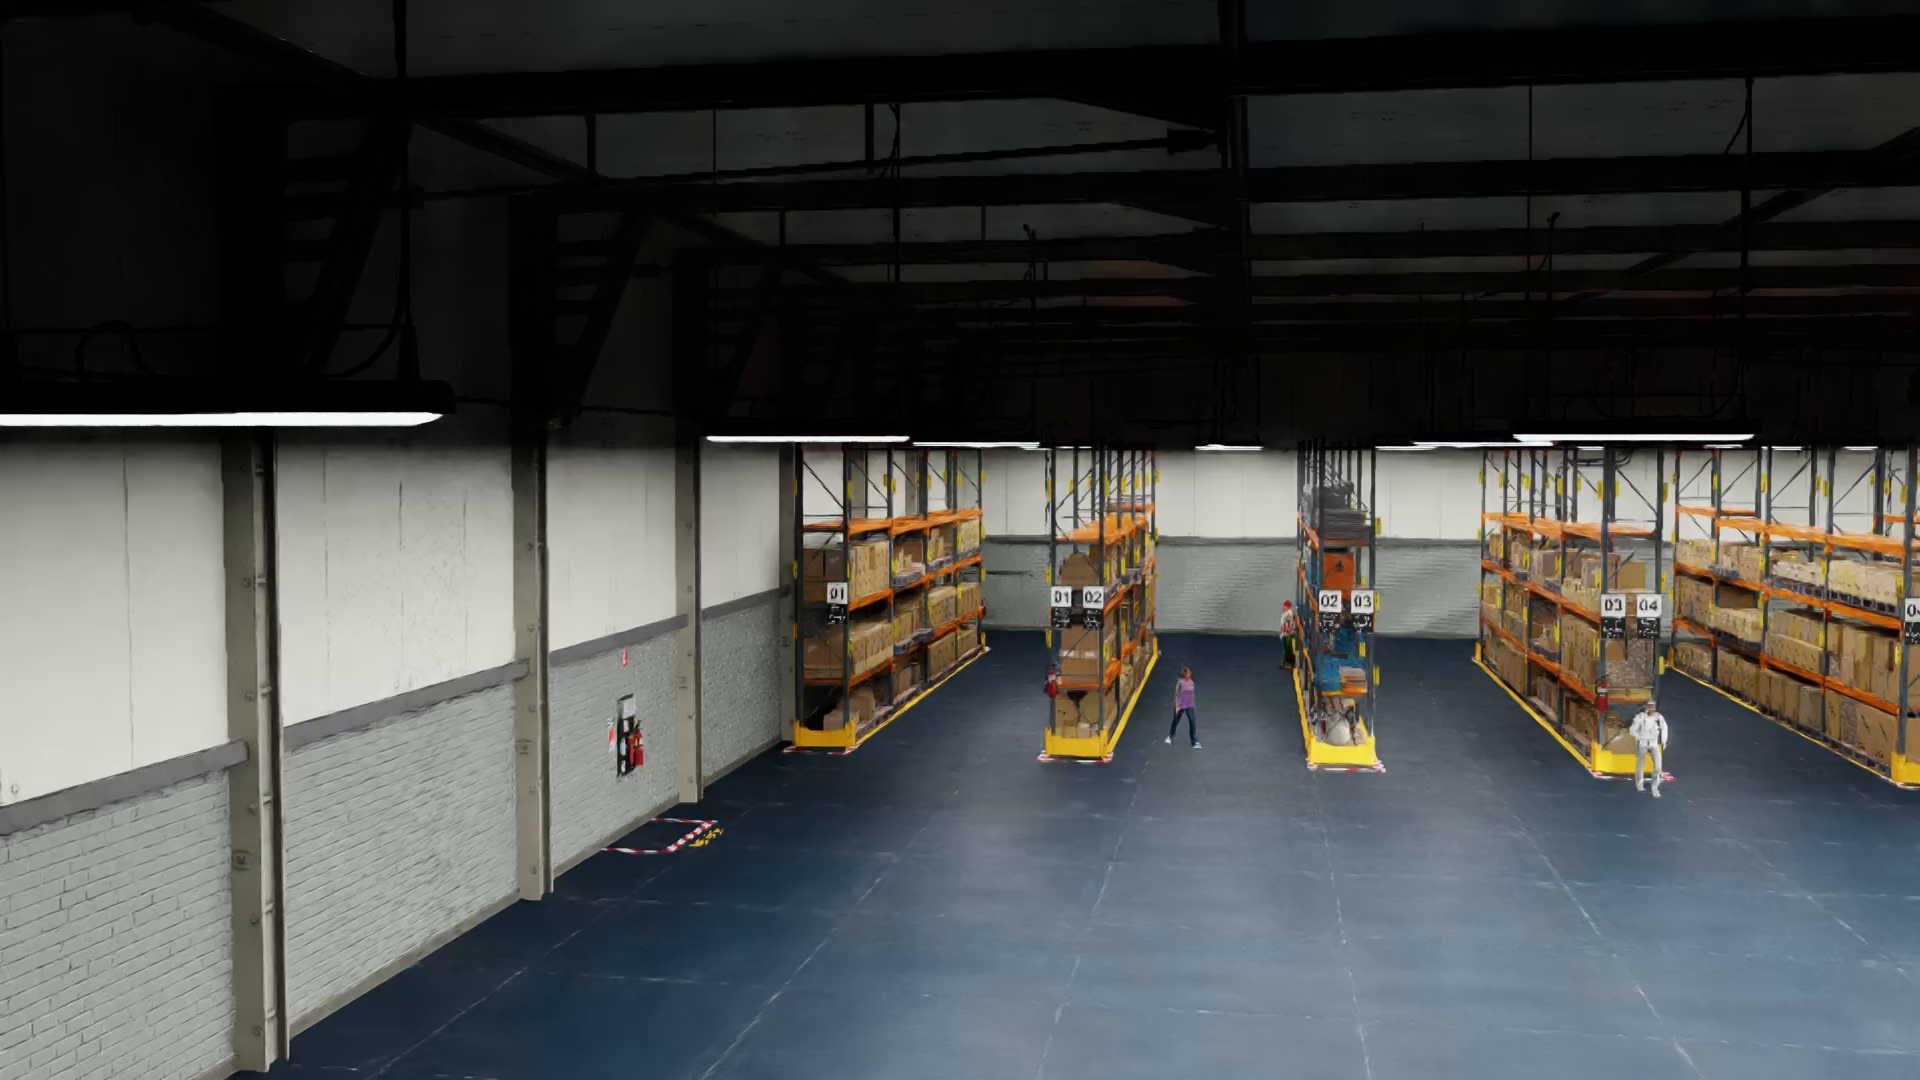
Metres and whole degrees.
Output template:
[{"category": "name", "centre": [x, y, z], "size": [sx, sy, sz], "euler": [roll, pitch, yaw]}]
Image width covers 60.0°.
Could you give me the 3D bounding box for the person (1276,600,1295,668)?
[{"category": "person", "centre": [8.652, 2.486, 44.097], "size": [0.588, 1.785, 0.667], "euler": [2, 3, 29]}]

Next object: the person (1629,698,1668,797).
[{"category": "person", "centre": [11.539, 3.435, 27.869], "size": [0.636, 1.621, 0.814], "euler": [1, 3, 15]}]

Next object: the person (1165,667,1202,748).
[{"category": "person", "centre": [4.316, 3.226, 32.230], "size": [0.488, 1.562, 0.862], "euler": [-1, 3, -18]}]
